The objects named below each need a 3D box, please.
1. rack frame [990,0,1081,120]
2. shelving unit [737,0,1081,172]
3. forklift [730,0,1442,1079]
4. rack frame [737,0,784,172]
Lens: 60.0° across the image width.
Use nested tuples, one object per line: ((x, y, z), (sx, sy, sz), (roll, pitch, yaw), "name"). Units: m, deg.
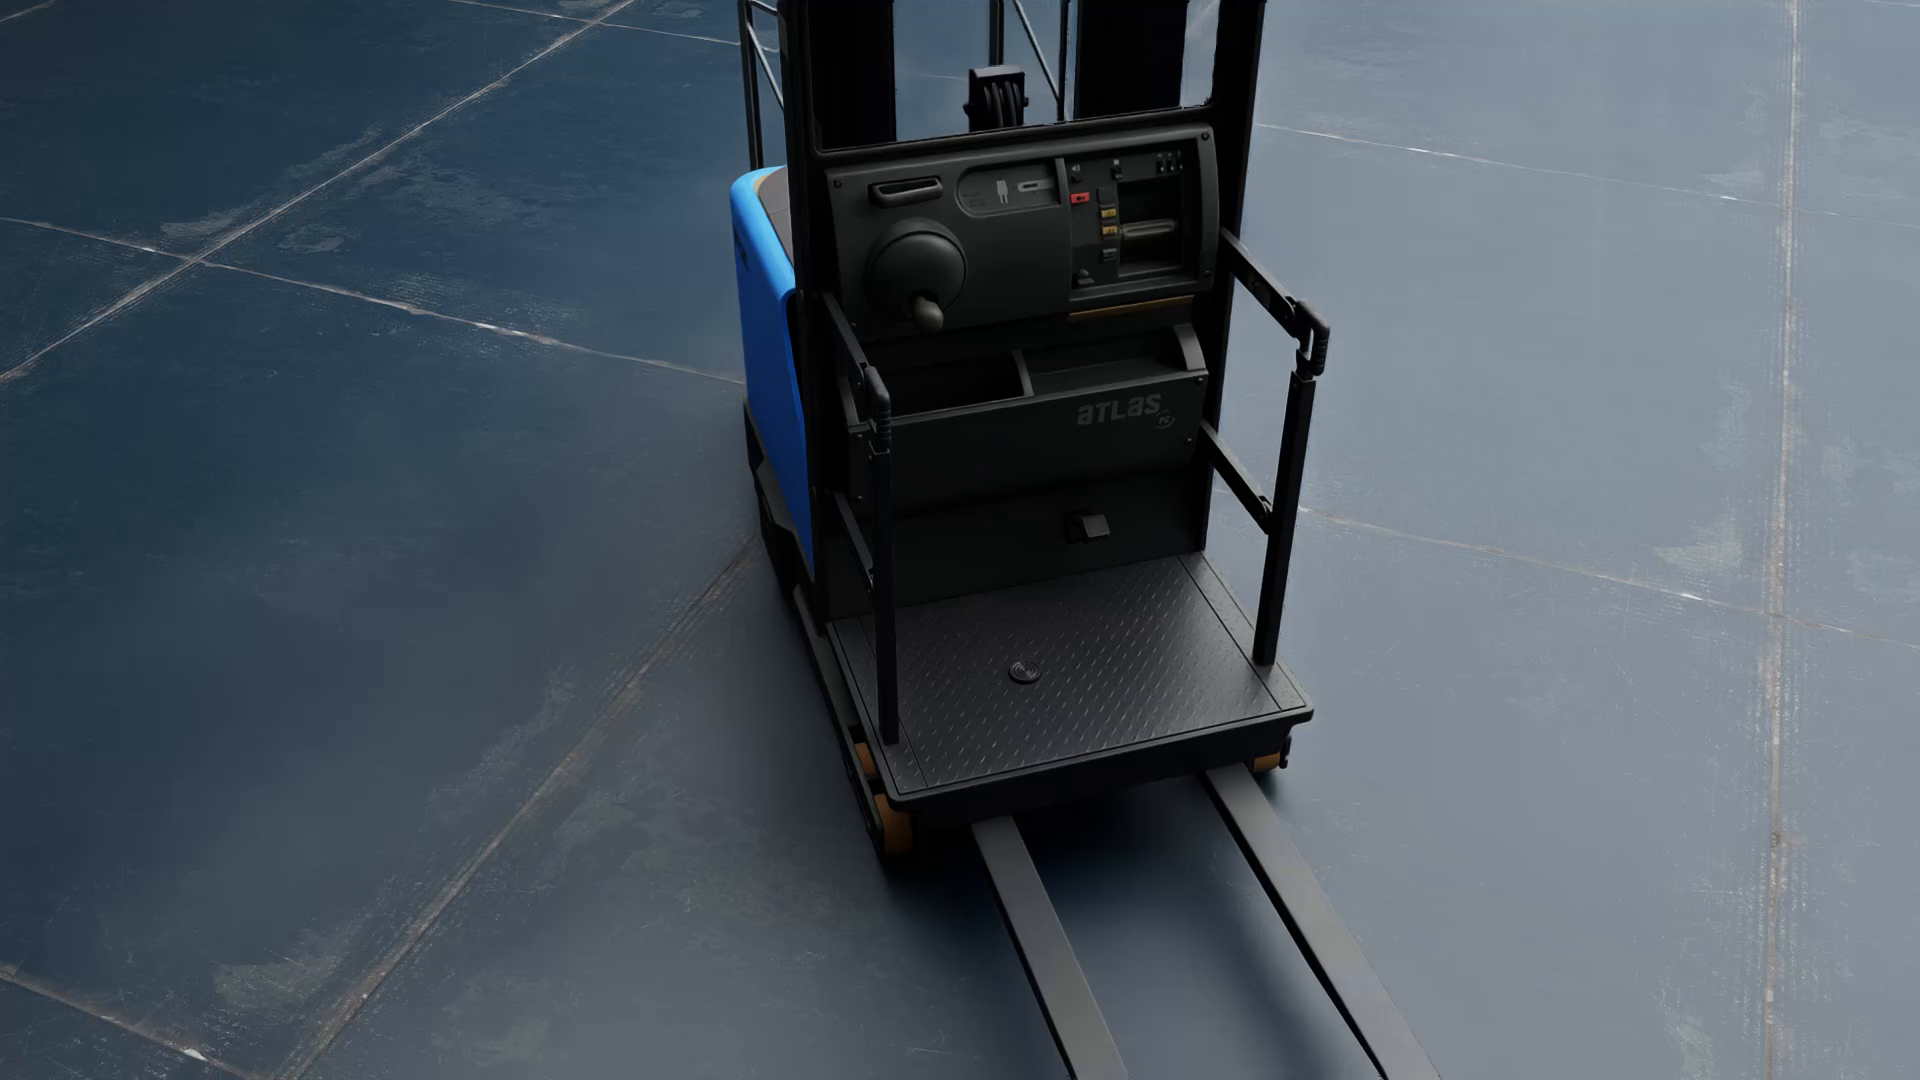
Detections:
((0.270, -1.440, 5.924), (0.032, 1.500, 0.500), (-25, 43, -29), "rack frame")
((-0.124, -1.256, 5.678), (1.083, 1.500, 0.587), (-25, 43, -29), "shelving unit")
((0.223, -0.648, 3.669), (1.130, 2.935, 3.031), (-10, 38, -14), "forklift")
((-0.532, -1.066, 5.424), (0.032, 1.500, 0.500), (-25, 43, -29), "rack frame")
